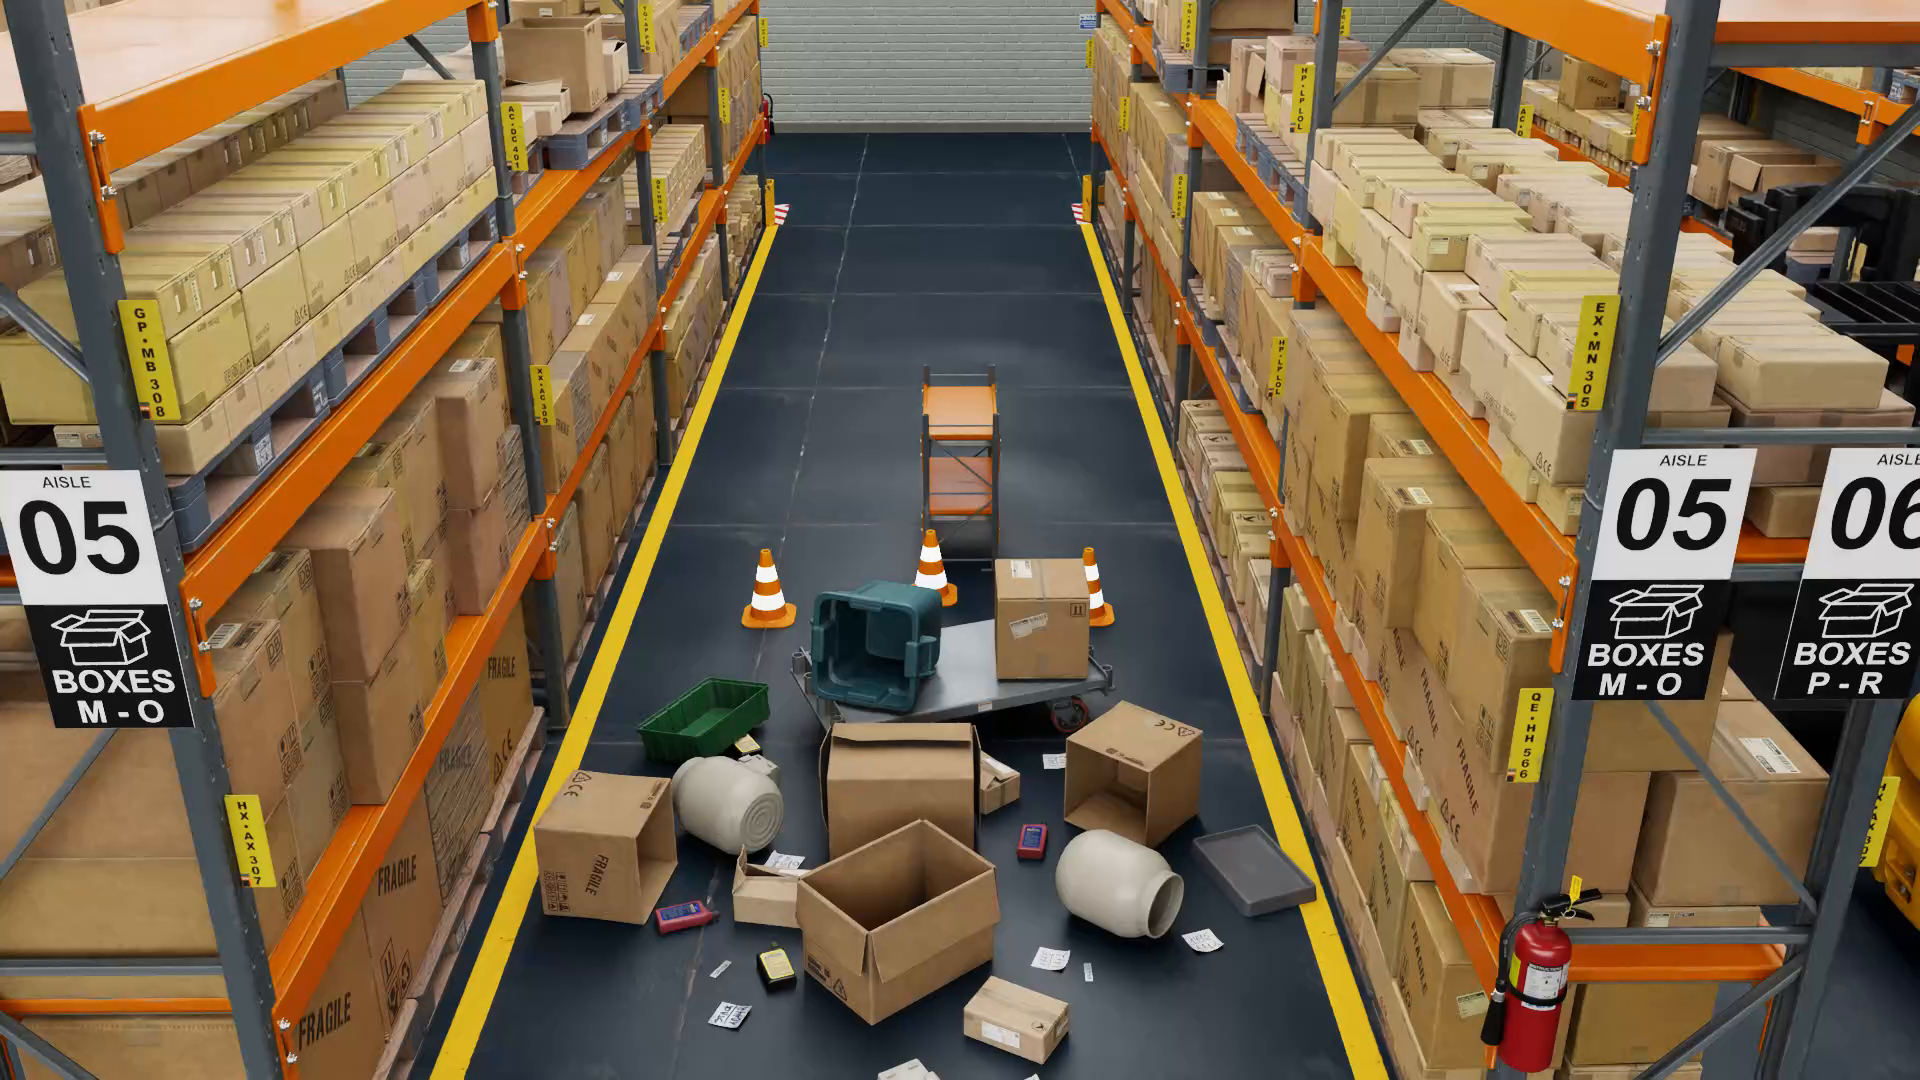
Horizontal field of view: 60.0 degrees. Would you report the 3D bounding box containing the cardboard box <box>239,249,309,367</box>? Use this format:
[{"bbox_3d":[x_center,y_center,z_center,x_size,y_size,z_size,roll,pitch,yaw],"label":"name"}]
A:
[{"bbox_3d":[-2.430,-0.748,5.314,0.500,0.250,0.500,-1,24,-1],"label":"cardboard box"}]

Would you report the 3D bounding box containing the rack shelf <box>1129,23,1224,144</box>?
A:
[{"bbox_3d":[2.165,-3.891,13.947,1.077,0.370,4.000,0,24,-1],"label":"rack shelf"}]

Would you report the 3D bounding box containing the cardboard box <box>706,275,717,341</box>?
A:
[{"bbox_3d":[-2.541,-2.150,15.387,0.500,0.500,0.500,-1,24,-2],"label":"cardboard box"}]

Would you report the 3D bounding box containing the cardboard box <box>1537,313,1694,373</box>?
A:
[{"bbox_3d":[2.010,-0.592,5.116,0.380,0.149,0.250,0,24,0],"label":"cardboard box"}]

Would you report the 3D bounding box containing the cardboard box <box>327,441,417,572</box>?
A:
[{"bbox_3d":[-2.745,-0.057,6.743,0.875,0.550,0.500,0,24,-1],"label":"cardboard box"}]

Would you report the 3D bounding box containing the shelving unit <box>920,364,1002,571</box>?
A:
[{"bbox_3d":[0.000,-0.515,11.524,0.538,1.125,1.048,0,24,-1],"label":"shelving unit"}]

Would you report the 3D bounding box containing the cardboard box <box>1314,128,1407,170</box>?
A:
[{"bbox_3d":[1.907,-1.864,7.929,0.380,0.149,0.250,-1,24,-1],"label":"cardboard box"}]

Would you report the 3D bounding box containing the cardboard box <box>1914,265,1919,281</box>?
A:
[{"bbox_3d":[6.915,-1.821,11.712,0.500,0.250,0.500,0,24,1],"label":"cardboard box"}]

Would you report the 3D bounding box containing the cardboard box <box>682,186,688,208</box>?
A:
[{"bbox_3d":[-2.586,-2.990,14.516,0.380,0.149,0.250,1,24,2],"label":"cardboard box"}]

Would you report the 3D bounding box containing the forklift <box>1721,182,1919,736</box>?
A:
[{"bbox_3d":[4.609,-0.298,8.852,1.130,2.935,3.031,0,24,0],"label":"forklift"}]

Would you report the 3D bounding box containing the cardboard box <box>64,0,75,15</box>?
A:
[{"bbox_3d":[-7.767,-4.431,13.631,0.797,0.503,0.637,-1,24,-1],"label":"cardboard box"}]

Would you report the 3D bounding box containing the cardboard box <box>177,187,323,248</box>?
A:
[{"bbox_3d":[-2.371,-1.078,5.560,0.380,0.149,0.250,-1,24,-1],"label":"cardboard box"}]

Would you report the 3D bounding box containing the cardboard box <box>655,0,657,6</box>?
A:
[{"bbox_3d":[-2.539,-4.211,12.730,0.396,0.266,0.258,0,24,-1],"label":"cardboard box"}]

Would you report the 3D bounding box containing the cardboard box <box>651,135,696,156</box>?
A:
[{"bbox_3d":[-2.602,-3.579,15.096,0.380,0.149,0.250,-1,24,-2],"label":"cardboard box"}]

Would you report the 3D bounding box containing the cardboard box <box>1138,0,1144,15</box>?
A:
[{"bbox_3d":[1.862,-4.916,14.708,0.500,0.500,0.500,-1,24,-2],"label":"cardboard box"}]

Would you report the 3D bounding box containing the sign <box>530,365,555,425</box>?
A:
[{"bbox_3d":[-2.164,-0.750,8.621,0.100,0.325,0.005,0,24,-1],"label":"sign"}]

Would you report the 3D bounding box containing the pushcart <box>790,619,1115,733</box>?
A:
[{"bbox_3d":[-0.049,0.846,9.422,1.648,0.377,0.936,-9,26,-19],"label":"pushcart"}]

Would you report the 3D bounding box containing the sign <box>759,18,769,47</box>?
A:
[{"bbox_3d":[-2.294,-5.927,19.426,0.100,0.325,0.005,0,24,-1],"label":"sign"}]

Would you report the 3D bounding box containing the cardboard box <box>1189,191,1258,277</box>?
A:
[{"bbox_3d":[1.960,-2.214,12.014,0.500,0.500,0.500,-1,24,-2],"label":"cardboard box"}]

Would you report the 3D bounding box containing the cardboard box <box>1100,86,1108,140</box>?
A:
[{"bbox_3d":[1.838,-4.753,18.498,0.500,0.500,0.500,0,24,-1],"label":"cardboard box"}]

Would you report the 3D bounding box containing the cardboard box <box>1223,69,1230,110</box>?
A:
[{"bbox_3d":[2.023,-3.098,11.483,0.396,0.266,0.258,0,24,-1],"label":"cardboard box"}]

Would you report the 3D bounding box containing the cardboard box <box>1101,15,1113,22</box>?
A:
[{"bbox_3d":[1.826,-5.974,19.197,0.380,0.149,0.250,0,24,1],"label":"cardboard box"}]

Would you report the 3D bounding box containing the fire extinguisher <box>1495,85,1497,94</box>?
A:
[{"bbox_3d":[6.599,-5.202,20.158,0.296,0.674,0.183,0,24,-1],"label":"fire extinguisher"}]

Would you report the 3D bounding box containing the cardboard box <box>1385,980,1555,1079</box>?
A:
[{"bbox_3d":[1.996,1.988,6.542,0.500,0.250,0.500,0,24,-1],"label":"cardboard box"}]

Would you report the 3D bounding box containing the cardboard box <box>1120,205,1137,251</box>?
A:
[{"bbox_3d":[2.233,-3.329,18.069,0.875,0.438,0.875,-1,24,-2],"label":"cardboard box"}]

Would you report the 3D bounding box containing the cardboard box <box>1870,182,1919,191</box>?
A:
[{"bbox_3d":[7.300,-2.502,13.011,0.500,0.500,0.500,1,24,2],"label":"cardboard box"}]

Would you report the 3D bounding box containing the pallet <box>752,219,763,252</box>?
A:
[{"bbox_3d":[-2.875,-3.624,19.507,1.003,0.211,1.213,0,24,-1],"label":"pallet"}]

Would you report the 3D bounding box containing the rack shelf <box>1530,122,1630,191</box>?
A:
[{"bbox_3d":[7.084,-4.197,18.262,1.077,0.370,4.000,0,24,-1],"label":"rack shelf"}]

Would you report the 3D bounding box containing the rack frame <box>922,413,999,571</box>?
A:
[{"bbox_3d":[0.005,-0.306,11.061,0.500,1.125,0.032,0,24,-1],"label":"rack frame"}]

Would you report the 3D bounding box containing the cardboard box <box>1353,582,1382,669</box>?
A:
[{"bbox_3d":[2.003,0.243,7.090,0.500,0.500,0.500,0,24,0],"label":"cardboard box"}]

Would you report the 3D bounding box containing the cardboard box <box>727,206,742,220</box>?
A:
[{"bbox_3d":[-2.594,-3.563,18.216,0.380,0.149,0.250,0,24,0],"label":"cardboard box"}]

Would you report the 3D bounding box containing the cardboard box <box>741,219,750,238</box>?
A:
[{"bbox_3d":[-2.517,-3.426,18.274,0.380,0.149,0.250,0,24,0],"label":"cardboard box"}]

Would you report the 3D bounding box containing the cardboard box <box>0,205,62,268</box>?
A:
[{"bbox_3d":[-3.026,-0.973,5.327,0.380,0.149,0.250,0,24,0],"label":"cardboard box"}]

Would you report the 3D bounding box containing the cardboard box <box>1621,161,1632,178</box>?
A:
[{"bbox_3d":[6.850,-3.716,16.631,0.380,0.149,0.250,0,24,0],"label":"cardboard box"}]

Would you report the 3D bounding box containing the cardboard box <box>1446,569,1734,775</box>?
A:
[{"bbox_3d":[2.050,0.422,5.481,0.700,0.500,0.500,-1,24,-2],"label":"cardboard box"}]

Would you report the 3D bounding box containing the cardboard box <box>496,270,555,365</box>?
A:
[{"bbox_3d":[-2.738,-1.234,9.503,0.700,0.500,0.500,-1,24,-1],"label":"cardboard box"}]

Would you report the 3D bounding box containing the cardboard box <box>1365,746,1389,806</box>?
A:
[{"bbox_3d":[1.932,1.000,7.028,0.380,0.149,0.250,1,24,2],"label":"cardboard box"}]

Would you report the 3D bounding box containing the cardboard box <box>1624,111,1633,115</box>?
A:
[{"bbox_3d":[7.355,-4.392,17.642,0.500,0.250,0.500,0,24,1],"label":"cardboard box"}]

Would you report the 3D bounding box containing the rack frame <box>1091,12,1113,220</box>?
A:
[{"bbox_3d":[2.099,-5.325,19.883,1.000,3.000,0.127,0,24,-1],"label":"rack frame"}]

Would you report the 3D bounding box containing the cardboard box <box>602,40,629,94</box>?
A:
[{"bbox_3d":[-2.451,-3.098,10.797,0.500,0.311,0.500,0,24,-1],"label":"cardboard box"}]

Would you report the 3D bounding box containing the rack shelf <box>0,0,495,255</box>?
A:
[{"bbox_3d":[-2.697,-1.715,5.981,1.077,0.370,4.000,0,24,-1],"label":"rack shelf"}]

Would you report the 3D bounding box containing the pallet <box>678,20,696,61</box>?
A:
[{"bbox_3d":[-2.891,-4.212,14.010,1.213,0.211,1.003,0,24,-1],"label":"pallet"}]

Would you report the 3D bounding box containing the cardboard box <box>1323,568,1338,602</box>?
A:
[{"bbox_3d":[1.969,0.181,8.015,0.380,0.149,0.250,0,24,1],"label":"cardboard box"}]

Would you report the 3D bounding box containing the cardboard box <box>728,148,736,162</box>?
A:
[{"bbox_3d":[-2.549,-4.048,17.366,0.380,0.149,0.250,0,24,0],"label":"cardboard box"}]

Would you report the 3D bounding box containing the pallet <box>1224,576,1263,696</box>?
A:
[{"bbox_3d":[2.220,0.570,10.234,1.003,0.211,1.213,0,24,-1],"label":"pallet"}]

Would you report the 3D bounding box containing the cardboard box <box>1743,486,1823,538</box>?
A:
[{"bbox_3d":[2.595,-0.122,5.045,0.380,0.149,0.250,0,24,-1],"label":"cardboard box"}]

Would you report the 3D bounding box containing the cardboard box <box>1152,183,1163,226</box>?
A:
[{"bbox_3d":[1.892,-2.808,13.895,0.500,0.250,0.500,-1,24,-2],"label":"cardboard box"}]

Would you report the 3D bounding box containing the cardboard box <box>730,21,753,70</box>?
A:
[{"bbox_3d":[-2.590,-5.501,18.578,0.500,0.500,0.500,-1,24,-2],"label":"cardboard box"}]

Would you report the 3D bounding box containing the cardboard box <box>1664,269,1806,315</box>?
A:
[{"bbox_3d":[2.586,-0.806,5.588,0.380,0.149,0.250,0,24,-1],"label":"cardboard box"}]

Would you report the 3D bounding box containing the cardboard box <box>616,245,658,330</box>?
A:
[{"bbox_3d":[-2.489,-1.826,12.025,0.500,0.500,0.500,0,24,-1],"label":"cardboard box"}]

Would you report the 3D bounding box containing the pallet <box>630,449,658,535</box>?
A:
[{"bbox_3d":[-2.829,-0.369,12.309,1.003,0.211,1.213,0,24,-1],"label":"pallet"}]

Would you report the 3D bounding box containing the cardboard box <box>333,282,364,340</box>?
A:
[{"bbox_3d":[-2.372,-0.820,5.956,0.380,0.149,0.250,0,24,-1],"label":"cardboard box"}]

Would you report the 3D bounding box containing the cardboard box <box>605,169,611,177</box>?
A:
[{"bbox_3d":[-3.242,-3.120,14.443,0.380,0.149,0.250,-1,24,-1],"label":"cardboard box"}]

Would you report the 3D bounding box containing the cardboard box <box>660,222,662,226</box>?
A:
[{"bbox_3d":[-2.578,-2.599,13.290,0.380,0.149,0.250,-1,24,-2],"label":"cardboard box"}]

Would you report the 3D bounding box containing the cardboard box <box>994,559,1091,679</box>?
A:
[{"bbox_3d":[0.450,0.434,9.264,0.500,0.500,0.500,0,24,-1],"label":"cardboard box"}]

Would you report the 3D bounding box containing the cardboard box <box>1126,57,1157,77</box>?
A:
[{"bbox_3d":[1.821,-4.599,16.156,0.380,0.149,0.250,-1,24,-2],"label":"cardboard box"}]

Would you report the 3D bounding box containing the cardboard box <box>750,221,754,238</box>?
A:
[{"bbox_3d":[-2.533,-3.516,18.834,0.380,0.149,0.250,-1,24,-3],"label":"cardboard box"}]
